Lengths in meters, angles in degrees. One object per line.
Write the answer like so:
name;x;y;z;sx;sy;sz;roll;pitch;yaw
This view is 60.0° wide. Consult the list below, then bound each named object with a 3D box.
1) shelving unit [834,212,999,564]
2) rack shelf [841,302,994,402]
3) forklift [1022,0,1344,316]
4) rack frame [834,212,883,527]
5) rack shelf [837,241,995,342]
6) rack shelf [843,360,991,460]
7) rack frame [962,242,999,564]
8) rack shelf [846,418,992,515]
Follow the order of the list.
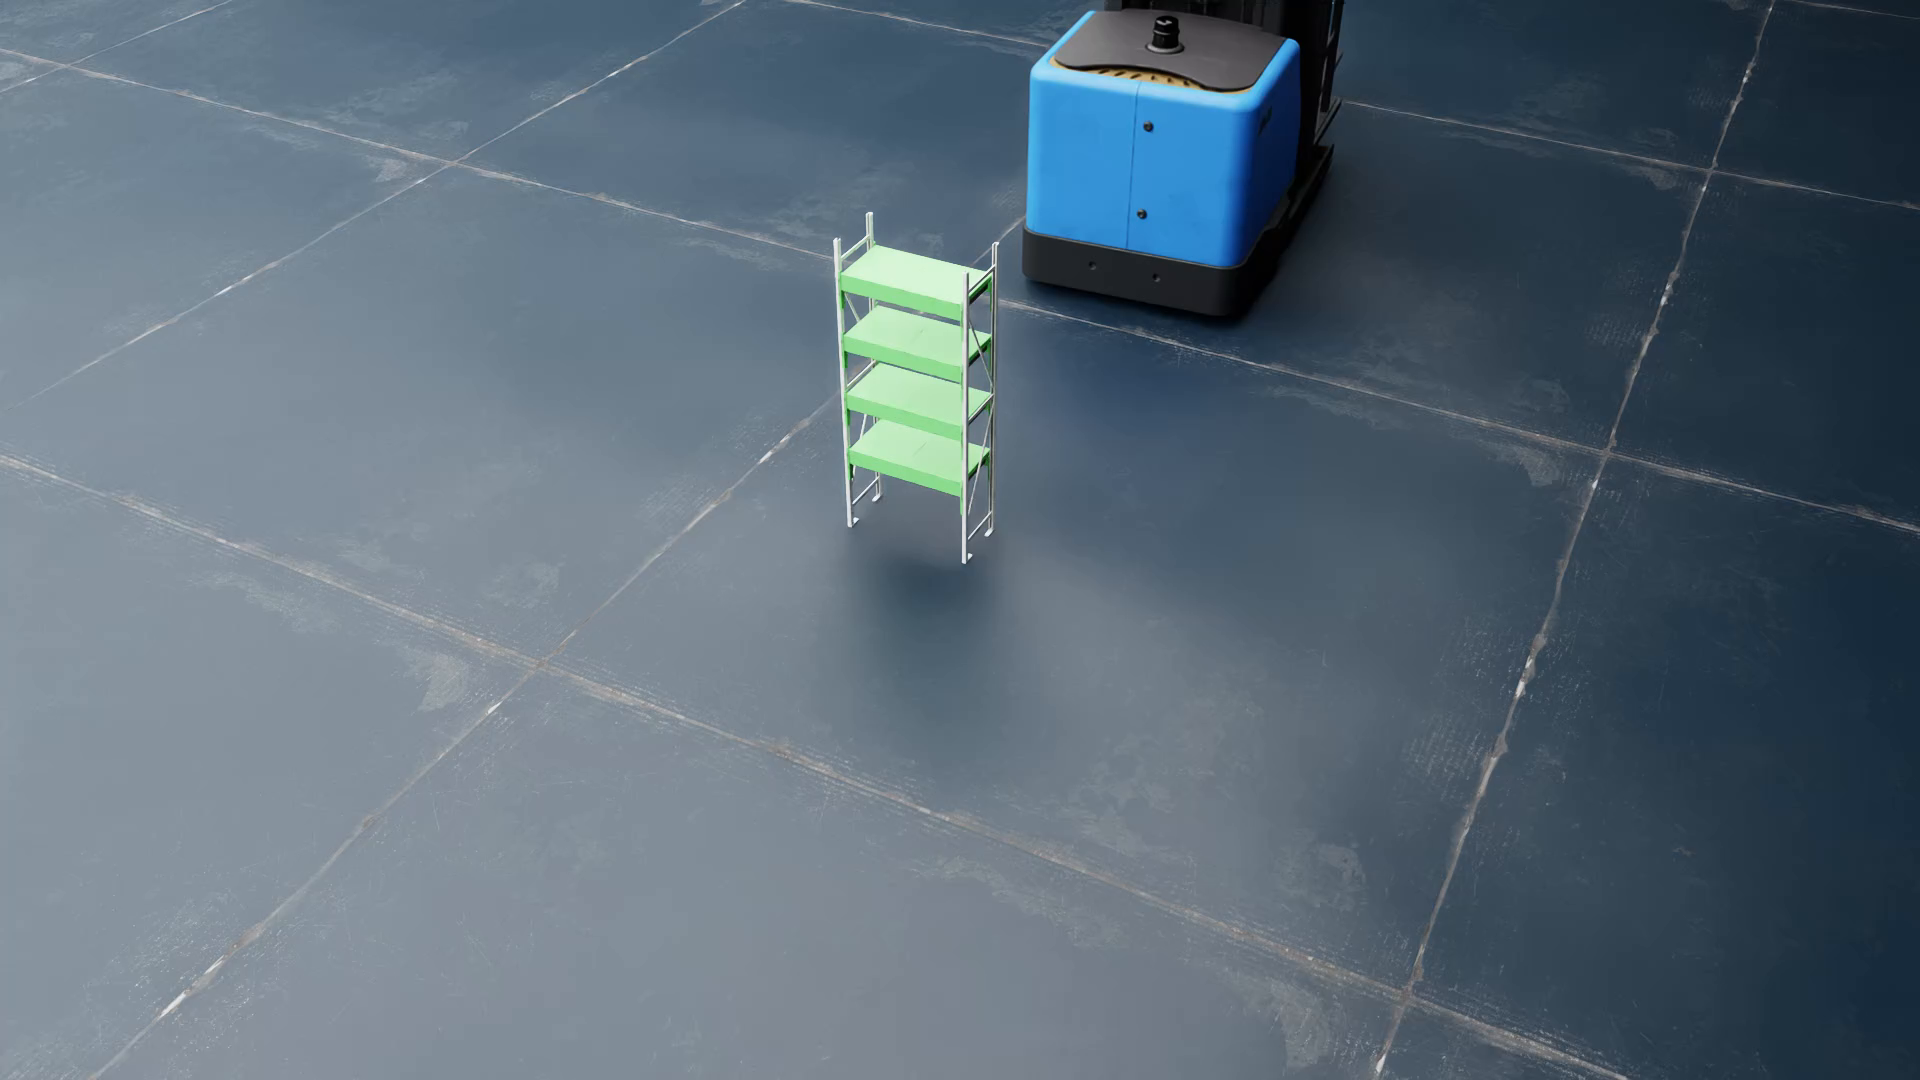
shelving unit;-0.147;-0.524;5.948;0.503;1.200;0.258;17;41;21
rack shelf;-0.147;-0.664;5.841;0.480;0.148;0.258;17;41;21
forklift;1.321;-3.060;7.857;1.130;2.935;3.031;14;39;18
rack frame;-0.364;-0.592;6.037;0.015;1.200;0.240;17;41;21
rack shelf;-0.147;-0.855;5.696;0.480;0.148;0.258;17;41;21
rack shelf;-0.147;-0.473;5.987;0.480;0.148;0.258;17;41;21
rack frame;0.070;-0.456;5.858;0.015;1.200;0.240;17;41;21
rack shelf;-0.147;-0.282;6.132;0.480;0.148;0.258;17;41;21
